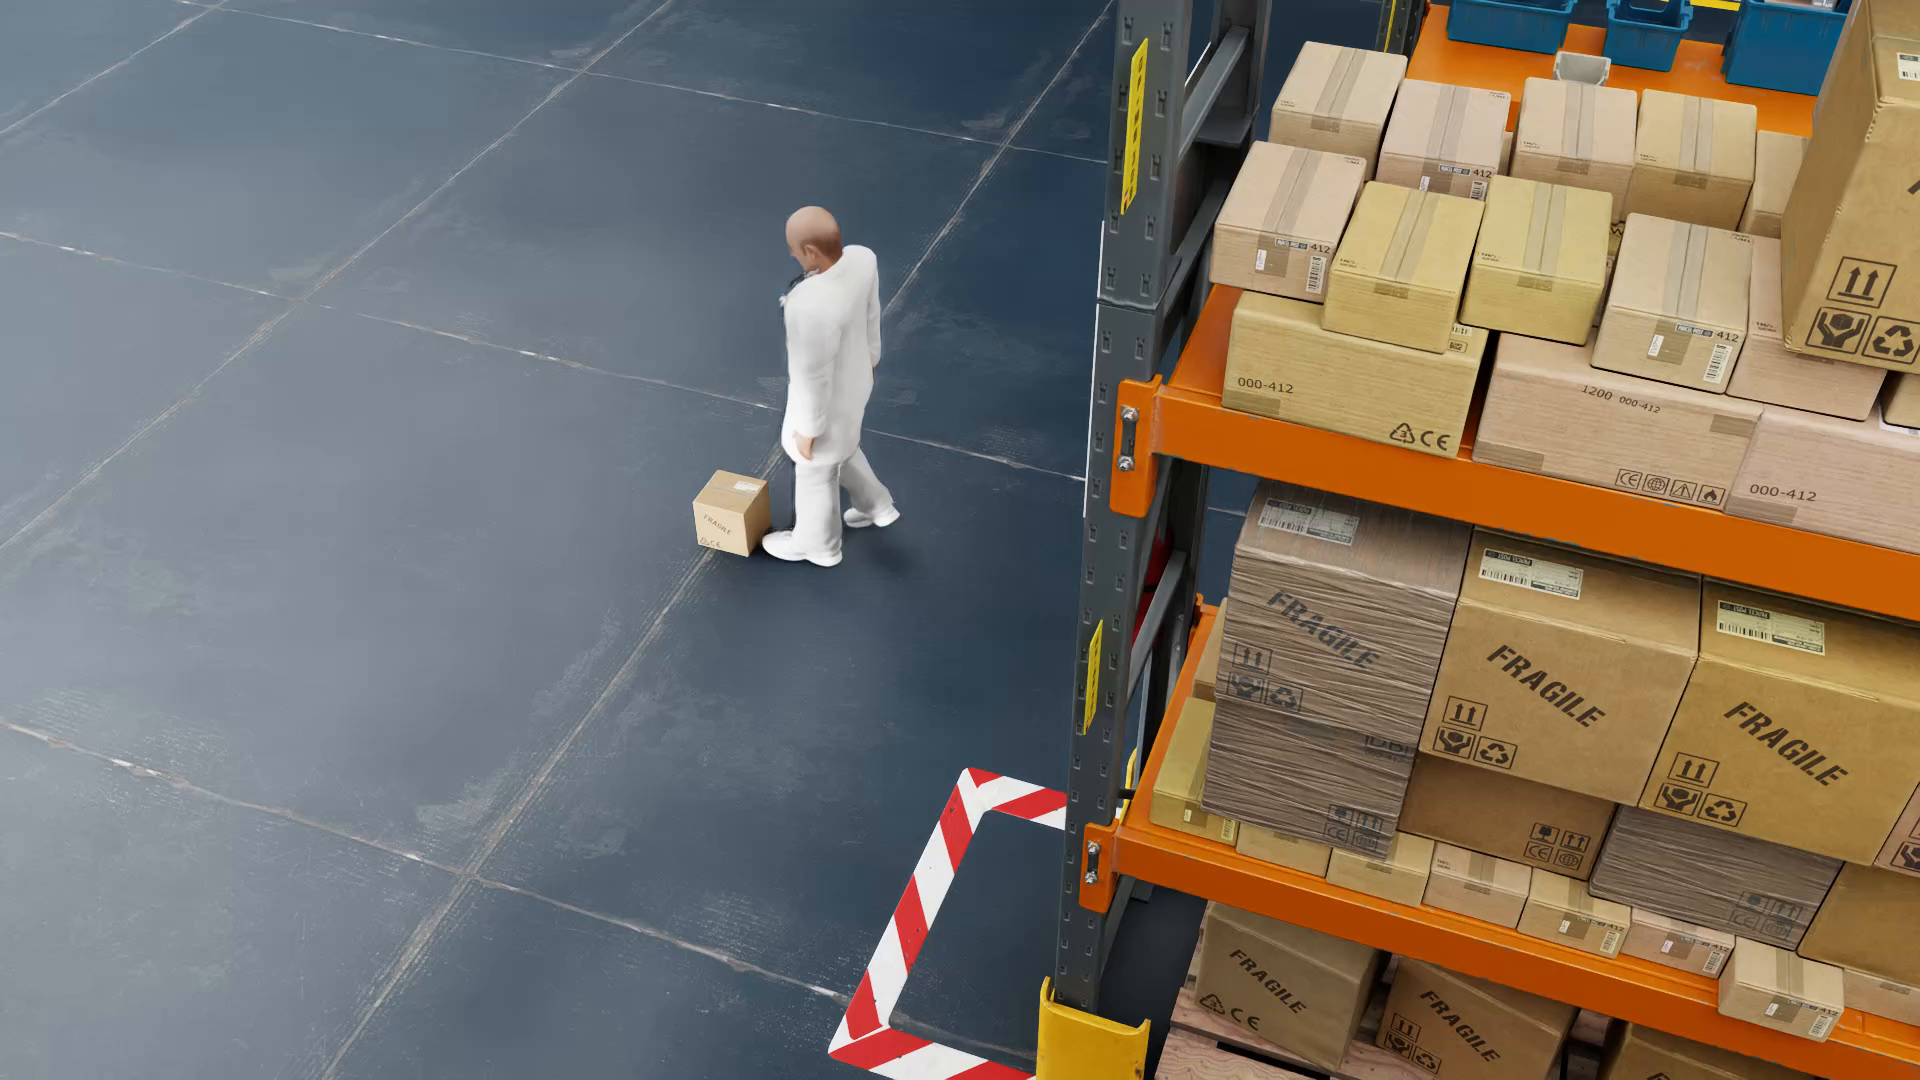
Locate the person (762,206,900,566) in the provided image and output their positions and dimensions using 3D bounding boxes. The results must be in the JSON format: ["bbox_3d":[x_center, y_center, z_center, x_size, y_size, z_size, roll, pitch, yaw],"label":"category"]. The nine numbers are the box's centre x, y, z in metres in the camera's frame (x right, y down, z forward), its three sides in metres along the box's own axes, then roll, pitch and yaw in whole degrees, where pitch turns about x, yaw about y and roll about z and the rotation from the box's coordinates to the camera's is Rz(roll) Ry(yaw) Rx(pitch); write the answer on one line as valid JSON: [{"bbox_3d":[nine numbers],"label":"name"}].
[{"bbox_3d":[-0.592,-0.609,6.839,0.585,1.771,0.607,13,43,15],"label":"person"}]
